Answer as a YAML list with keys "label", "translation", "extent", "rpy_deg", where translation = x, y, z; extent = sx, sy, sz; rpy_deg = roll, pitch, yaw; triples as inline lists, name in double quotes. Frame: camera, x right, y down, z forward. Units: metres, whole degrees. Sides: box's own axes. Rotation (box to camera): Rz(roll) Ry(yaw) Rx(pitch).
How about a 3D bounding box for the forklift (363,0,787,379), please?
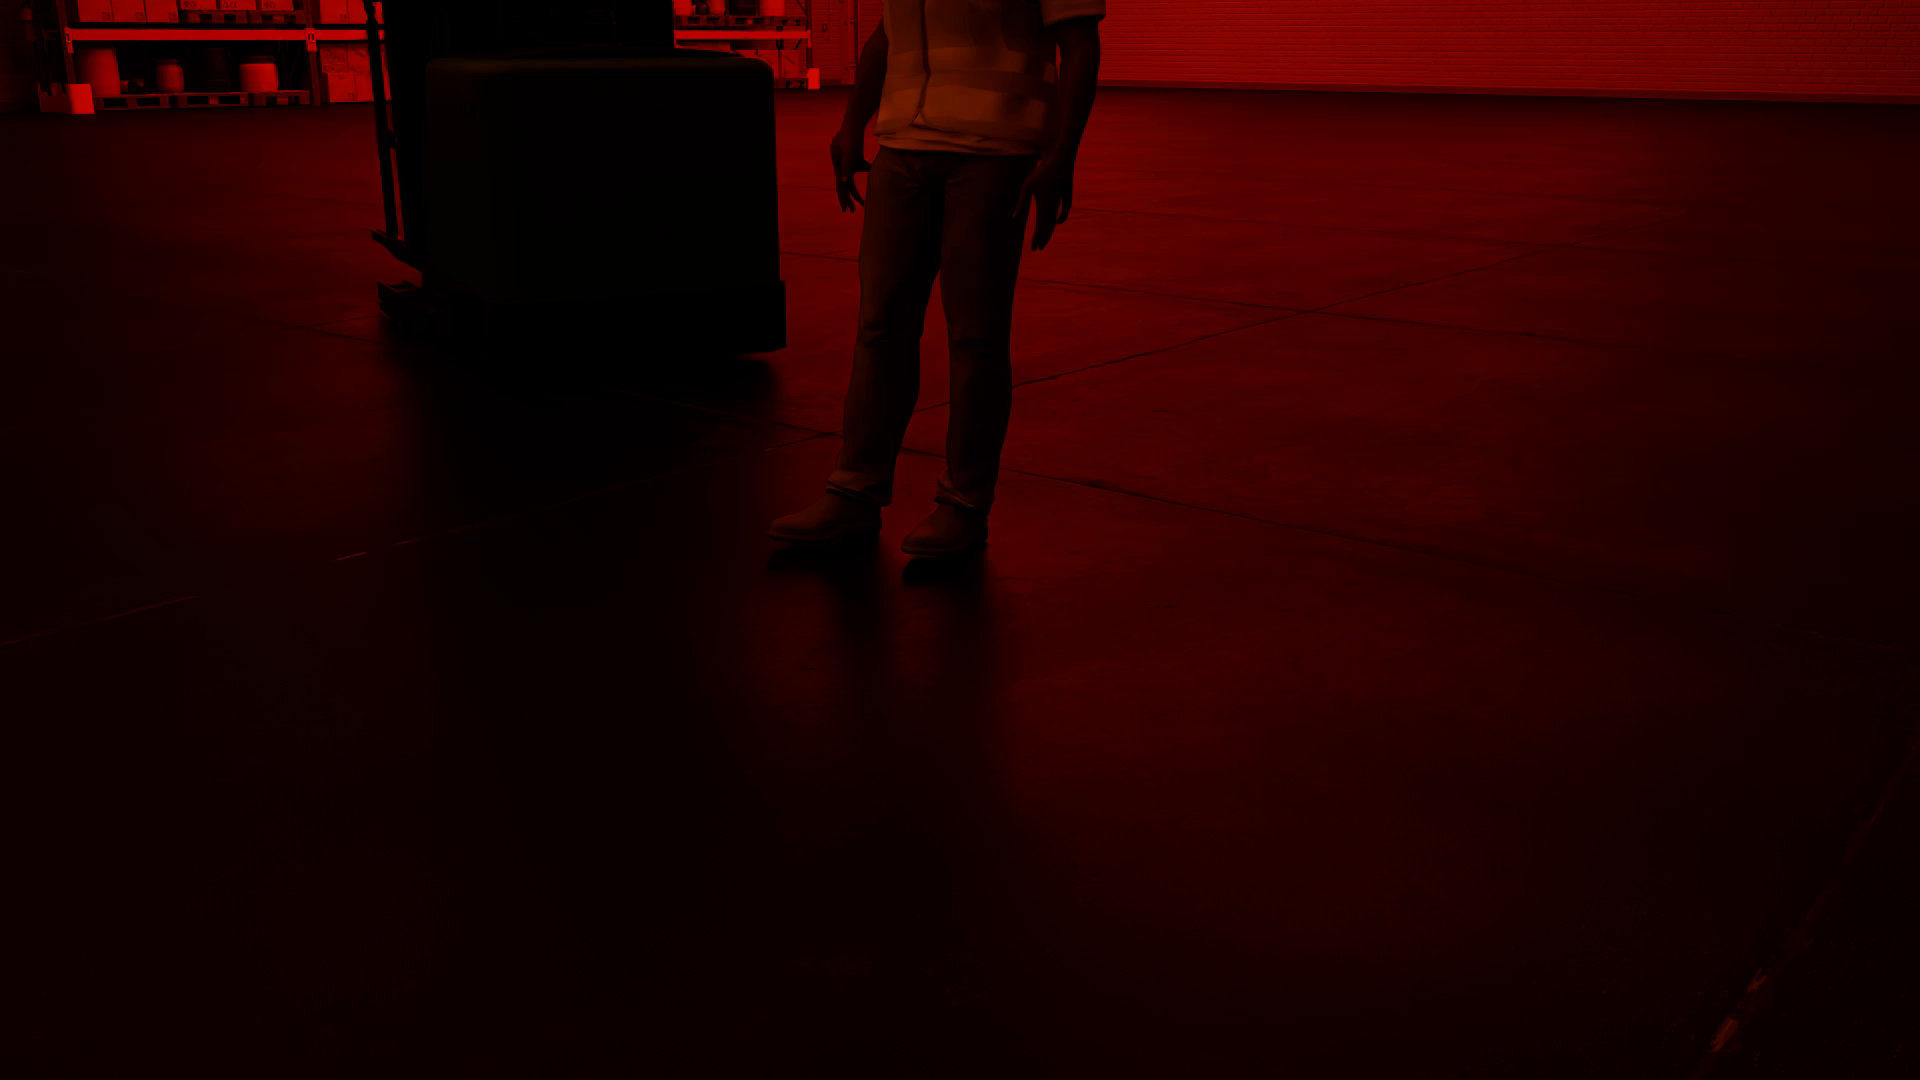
- label: "forklift"
  translation: [-1.784, -2.327, 6.562]
  extent: [1.130, 2.935, 3.031]
  rpy_deg: [-9, 19, -28]

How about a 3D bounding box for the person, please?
- label: "person"
  translation: [-0.049, -0.837, 3.635]
  extent: [0.665, 1.768, 0.575]
  rpy_deg: [13, 21, 37]
